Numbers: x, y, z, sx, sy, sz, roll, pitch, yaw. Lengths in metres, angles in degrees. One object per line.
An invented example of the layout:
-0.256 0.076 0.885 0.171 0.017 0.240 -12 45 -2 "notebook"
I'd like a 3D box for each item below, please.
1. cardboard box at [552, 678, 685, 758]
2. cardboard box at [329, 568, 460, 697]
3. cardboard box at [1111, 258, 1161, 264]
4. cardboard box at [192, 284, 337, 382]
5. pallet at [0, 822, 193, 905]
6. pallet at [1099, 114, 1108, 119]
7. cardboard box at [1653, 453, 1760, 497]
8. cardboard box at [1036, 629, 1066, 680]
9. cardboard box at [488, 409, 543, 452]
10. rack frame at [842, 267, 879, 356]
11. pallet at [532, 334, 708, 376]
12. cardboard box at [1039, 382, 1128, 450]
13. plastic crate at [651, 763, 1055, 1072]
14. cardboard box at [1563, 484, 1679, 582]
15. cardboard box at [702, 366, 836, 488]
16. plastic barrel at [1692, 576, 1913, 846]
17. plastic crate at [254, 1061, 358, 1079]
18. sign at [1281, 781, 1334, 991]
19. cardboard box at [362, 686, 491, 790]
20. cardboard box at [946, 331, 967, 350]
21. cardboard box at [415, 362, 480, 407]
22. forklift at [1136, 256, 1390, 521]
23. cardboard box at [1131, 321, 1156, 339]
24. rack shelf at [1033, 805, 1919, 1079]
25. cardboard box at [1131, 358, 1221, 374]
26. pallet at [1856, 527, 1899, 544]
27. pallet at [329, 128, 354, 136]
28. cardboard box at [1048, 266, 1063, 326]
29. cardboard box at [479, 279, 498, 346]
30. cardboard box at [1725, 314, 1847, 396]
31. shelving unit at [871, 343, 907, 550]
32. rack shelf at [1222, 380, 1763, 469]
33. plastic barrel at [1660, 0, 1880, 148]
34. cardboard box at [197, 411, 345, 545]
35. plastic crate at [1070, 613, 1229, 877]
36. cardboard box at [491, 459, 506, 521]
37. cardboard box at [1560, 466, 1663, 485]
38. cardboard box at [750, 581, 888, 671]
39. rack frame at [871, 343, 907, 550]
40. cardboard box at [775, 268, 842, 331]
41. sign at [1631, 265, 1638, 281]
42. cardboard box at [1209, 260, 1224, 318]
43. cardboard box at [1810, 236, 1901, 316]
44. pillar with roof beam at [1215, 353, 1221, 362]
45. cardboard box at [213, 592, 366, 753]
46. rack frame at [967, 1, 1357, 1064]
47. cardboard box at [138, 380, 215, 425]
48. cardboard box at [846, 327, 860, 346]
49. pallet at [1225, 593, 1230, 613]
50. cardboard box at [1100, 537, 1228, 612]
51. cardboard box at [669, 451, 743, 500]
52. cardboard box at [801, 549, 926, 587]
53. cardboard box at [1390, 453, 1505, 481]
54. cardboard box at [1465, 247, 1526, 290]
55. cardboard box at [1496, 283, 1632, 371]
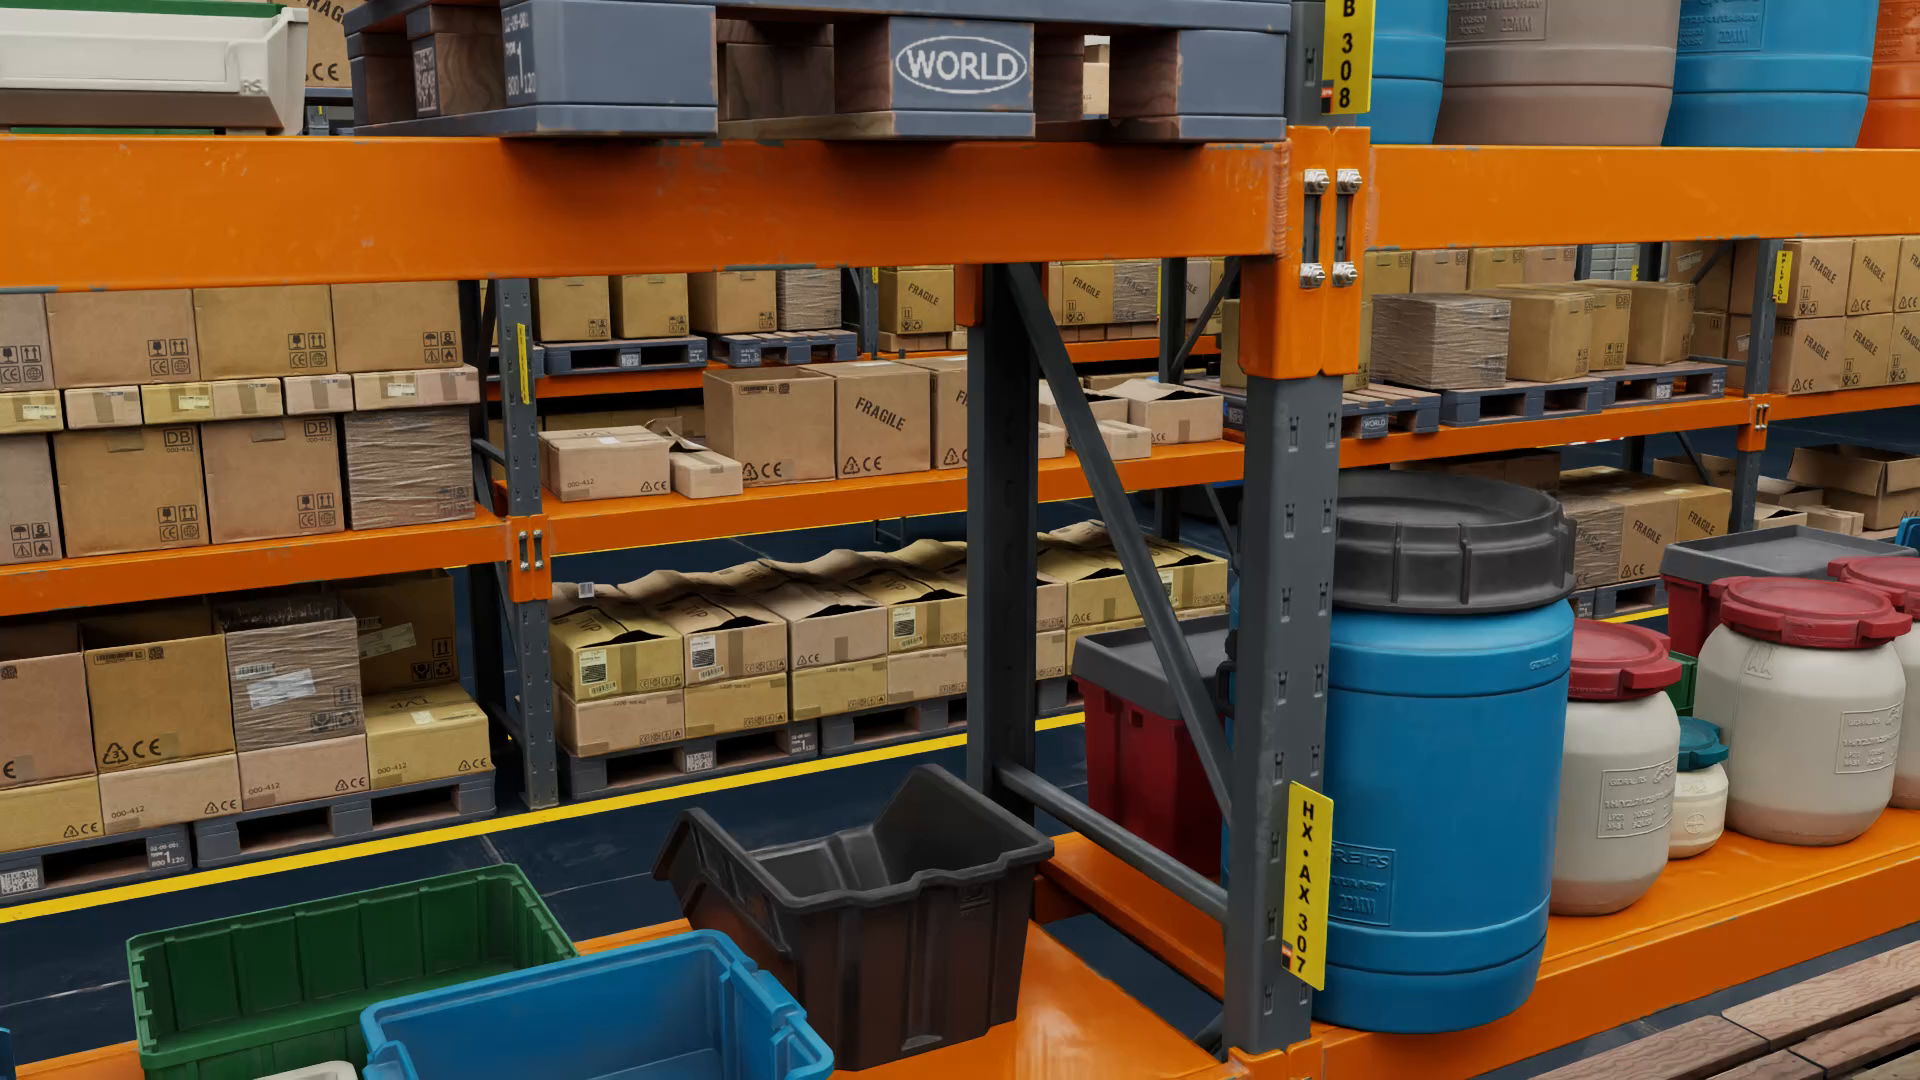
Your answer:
-1.593 0.771 7.658 0.500 0.250 0.500 -7 15 -29 "cardboard box"
-2.623 0.388 7.650 0.500 0.500 0.500 -7 14 -28 "cardboard box"
1.390 -2.532 14.370 0.500 0.250 0.500 -7 14 -27 "cardboard box"
-2.896 -0.951 6.822 0.500 0.500 0.700 -7 14 -28 "cardboard box"
-3.856 1.194 6.821 1.213 0.211 1.003 -7 14 -28 "pallet"
0.892 -2.074 8.593 1.003 0.211 1.213 -6 14 -25 "pallet"
5.320 -0.322 11.900 0.500 0.500 0.500 -7 14 -28 "cardboard box"
0.206 0.554 8.620 0.500 0.250 0.500 -6 14 -27 "cardboard box"
-3.420 -0.814 12.377 0.500 0.250 0.500 -7 15 -29 "cardboard box"
-0.932 -1.746 13.535 0.127 3.000 1.000 -7 14 -28 "rack frame"
-2.650 -1.436 12.596 1.213 0.211 1.003 -7 14 -28 "pallet"
0.567 -0.691 9.053 0.500 0.311 0.500 -7 14 -29 "cardboard box"
-0.217 0.645 3.053 0.504 0.338 0.767 -7 14 -28 "plastic crate"
4.222 -0.050 10.691 0.500 0.500 0.500 -7 14 -28 "cardboard box"
-0.922 -0.553 8.006 0.500 0.500 0.500 -6 14 -24 "cardboard box"
1.893 0.382 3.769 0.433 0.535 0.433 0 13 0 "plastic barrel"
-1.000 0.932 2.235 0.437 0.136 0.530 -7 14 -28 "plastic crate"
0.558 0.556 2.675 0.005 0.325 0.100 -7 14 -28 "sign"
-2.369 0.857 7.277 0.500 0.250 0.500 -7 14 -28 "cardboard box"
-0.033 -1.660 13.678 0.250 0.149 0.380 -6 14 -26 "cardboard box"
-2.202 -0.666 7.033 0.250 0.149 0.380 -7 14 -28 "cardboard box"
3.005 -1.793 13.901 3.031 2.935 1.130 -7 15 -29 "forklift"
1.509 -1.862 14.578 0.250 0.149 0.380 -7 14 -28 "cardboard box"
2.059 0.725 4.196 4.000 0.370 1.077 -7 14 -28 "rack shelf"
2.071 -1.229 15.180 0.750 0.750 0.750 -7 14 -27 "cardboard box"
6.631 -0.053 12.366 1.213 0.211 1.003 -7 14 -28 "pallet"
-3.850 -2.741 11.554 1.003 0.211 1.213 -7 14 -28 "pallet"
0.517 -2.057 13.965 0.500 0.500 0.500 -7 14 -28 "cardboard box"
-3.486 -1.693 12.070 0.500 0.500 0.700 -5 14 -22 "cardboard box"
5.534 -1.262 11.159 0.500 0.500 0.500 -6 14 -26 "cardboard box"
-0.075 -0.723 12.405 1.048 1.500 0.538 -7 14 -28 "shelving unit"
3.200 -0.651 10.309 4.000 0.370 1.077 -7 14 -28 "rack shelf"
1.794 -1.357 3.833 0.708 0.901 0.600 -7 14 -28 "plastic barrel"
-2.913 -0.315 6.950 0.500 0.500 0.700 -7 14 -28 "cardboard box"
0.582 0.443 3.663 0.583 0.464 0.402 -7 14 -28 "plastic crate"
-3.375 -0.465 12.535 0.500 0.500 0.700 -7 15 -29 "cardboard box"
4.414 -0.204 11.374 0.500 0.500 0.500 -8 15 -30 "cardboard box"
-0.689 0.390 8.072 0.500 0.311 0.500 -7 15 -30 "cardboard box"
-0.521 -0.669 12.167 0.032 1.500 0.500 -7 14 -28 "rack frame"
-1.340 -1.958 13.248 0.500 0.500 0.700 -9 15 -34 "cardboard box"
4.689 -1.739 11.531 0.005 0.325 0.100 -7 14 -28 "sign"
2.294 -2.273 14.928 0.500 0.500 0.500 -7 15 -29 "cardboard box"
5.957 -1.799 11.265 0.500 0.500 0.500 -7 15 -30 "cardboard box"
4.842 -4.504 12.128 0.400 9.000 9.100 -7 14 -28 "pillar with roof beam"
-2.813 0.541 6.971 0.500 0.500 0.500 -7 14 -28 "cardboard box"
0.304 0.584 3.182 0.127 3.000 1.000 -7 14 -28 "rack frame"
-3.096 -0.560 6.559 0.250 0.149 0.380 -7 14 -28 "cardboard box"
-0.769 -1.717 13.932 0.250 0.149 0.380 -7 14 -27 "cardboard box"
2.118 0.497 9.918 1.213 0.211 1.003 -7 14 -28 "pallet"
1.103 0.174 9.034 0.500 0.311 0.500 -6 14 -26 "cardboard box"
-1.191 -0.302 7.692 0.250 0.149 0.380 -7 14 -28 "cardboard box"
-0.512 0.234 8.766 0.500 0.311 0.500 -7 14 -29 "cardboard box"
3.097 -0.411 10.589 0.500 0.250 0.500 -7 15 -29 "cardboard box"
5.014 -2.600 16.646 0.700 0.700 0.980 -7 14 -28 "cardboard box"
3.859 -1.375 10.702 0.500 0.500 0.700 -4 13 -19 "cardboard box"
